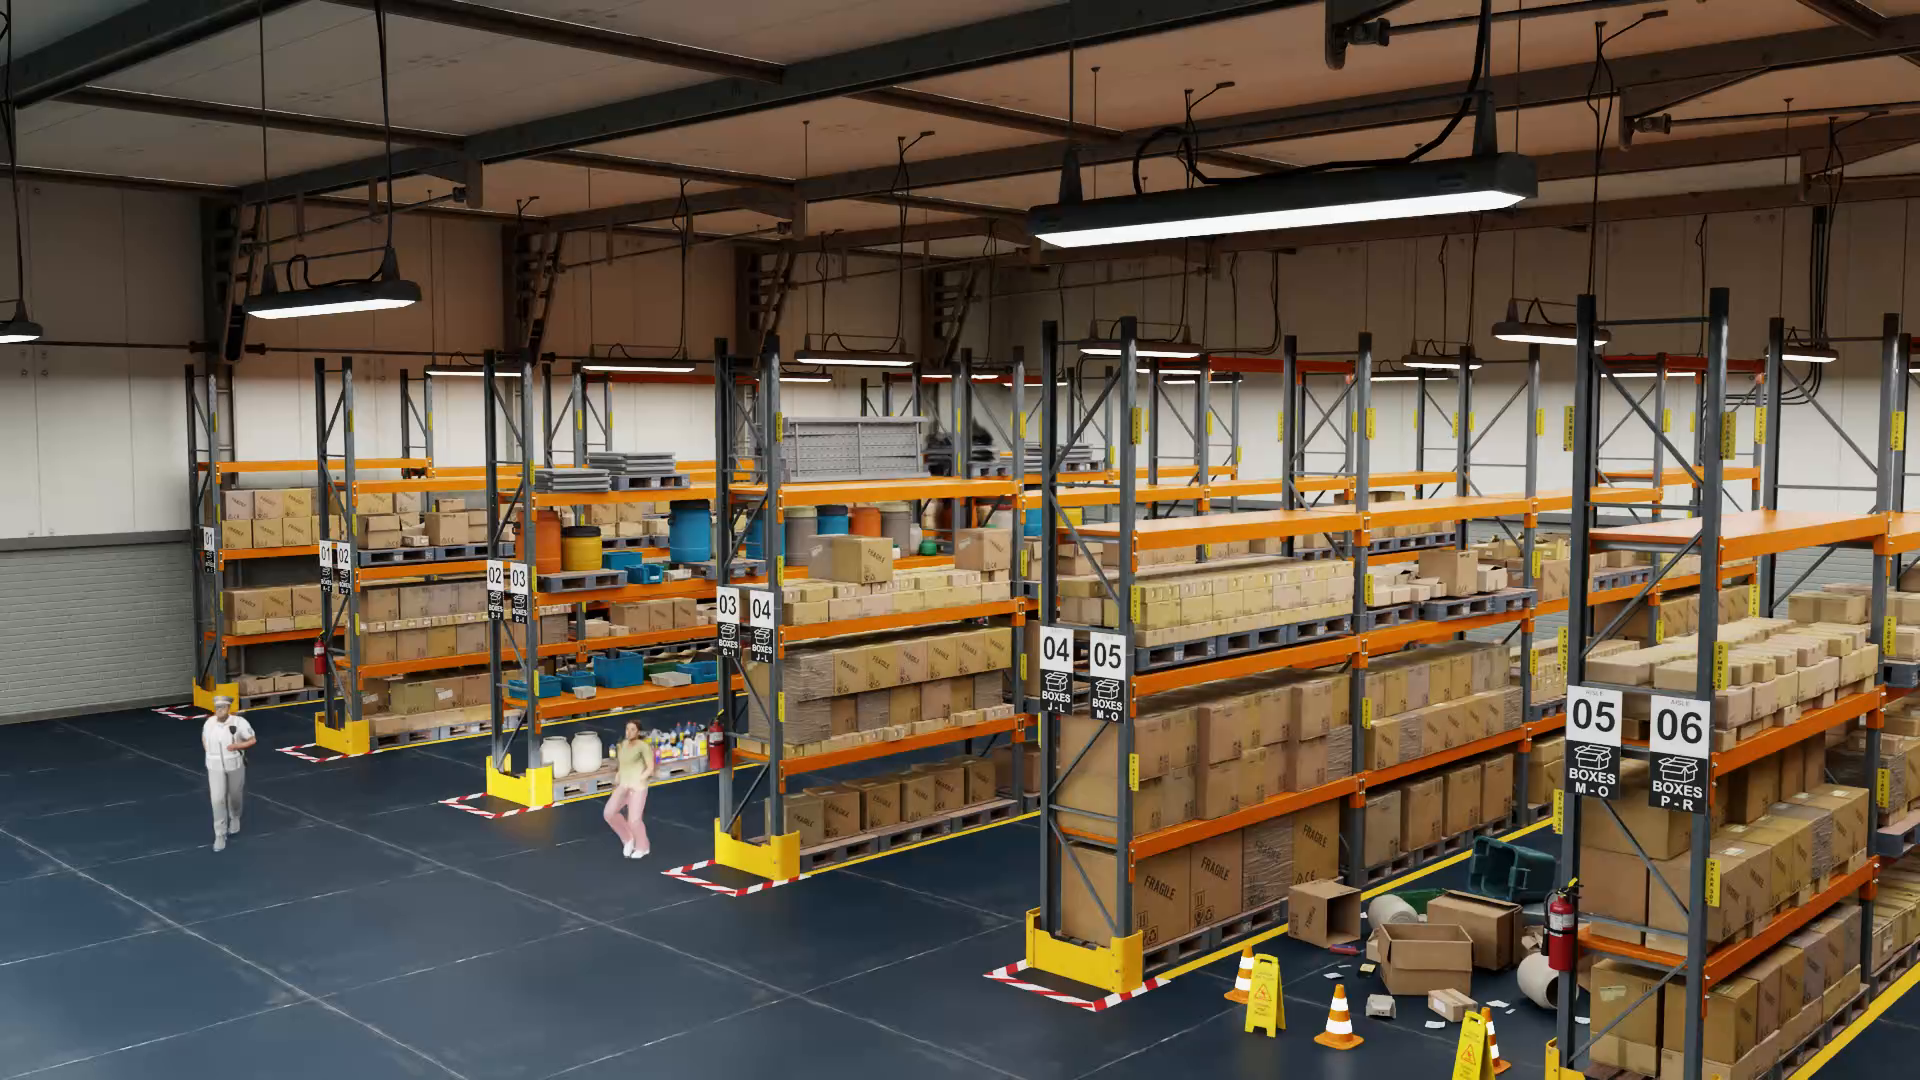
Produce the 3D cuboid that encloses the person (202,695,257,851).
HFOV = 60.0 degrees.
[{"bbox_3d":[-8.801,2.749,20.021,0.640,1.814,0.910,-1,5,-16],"label":"person"}]

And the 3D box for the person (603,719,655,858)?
[{"bbox_3d":[-3.804,2.874,19.190,0.600,1.635,0.576,3,5,34],"label":"person"}]

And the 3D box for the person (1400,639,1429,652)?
[{"bbox_3d":[7.344,2.270,26.702,0.647,1.720,0.906,4,6,43],"label":"person"}]

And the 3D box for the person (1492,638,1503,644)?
[{"bbox_3d":[7.965,2.351,24.773,0.688,1.779,1.002,4,6,41],"label":"person"}]
